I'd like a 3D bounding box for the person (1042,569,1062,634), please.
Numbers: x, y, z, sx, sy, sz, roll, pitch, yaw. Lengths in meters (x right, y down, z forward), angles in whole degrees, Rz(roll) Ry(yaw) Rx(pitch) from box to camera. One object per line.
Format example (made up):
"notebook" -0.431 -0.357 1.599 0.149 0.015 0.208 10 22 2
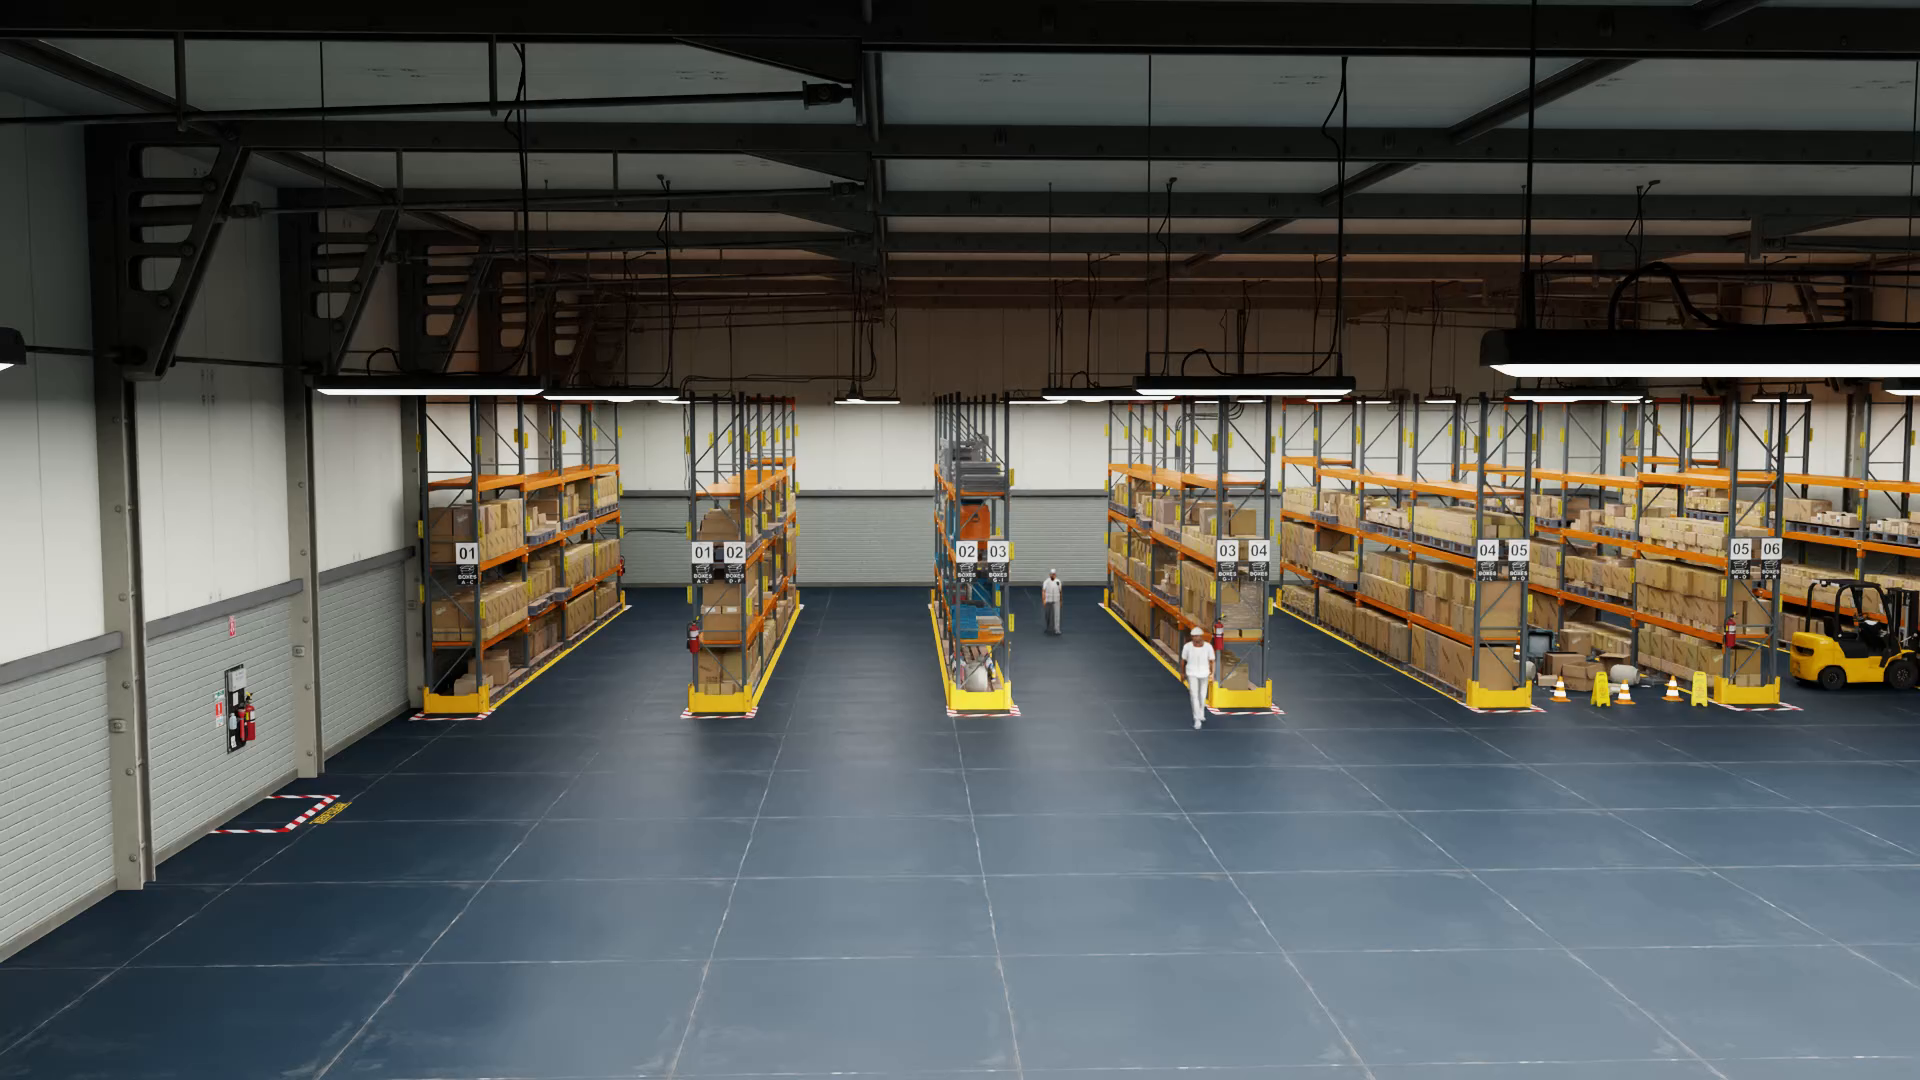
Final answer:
"person" 2.347 1.537 42.115 0.539 1.601 1.053 0 5 -5

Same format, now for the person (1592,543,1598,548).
"person" 18.878 0.927 49.320 0.964 1.690 0.537 0 5 -4

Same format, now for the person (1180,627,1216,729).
"person" 4.293 2.447 29.911 0.601 1.750 0.881 0 5 2

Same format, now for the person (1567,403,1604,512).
"person" 13.429 -0.446 40.805 2.891 5.807 3.305 -2 5 -26
